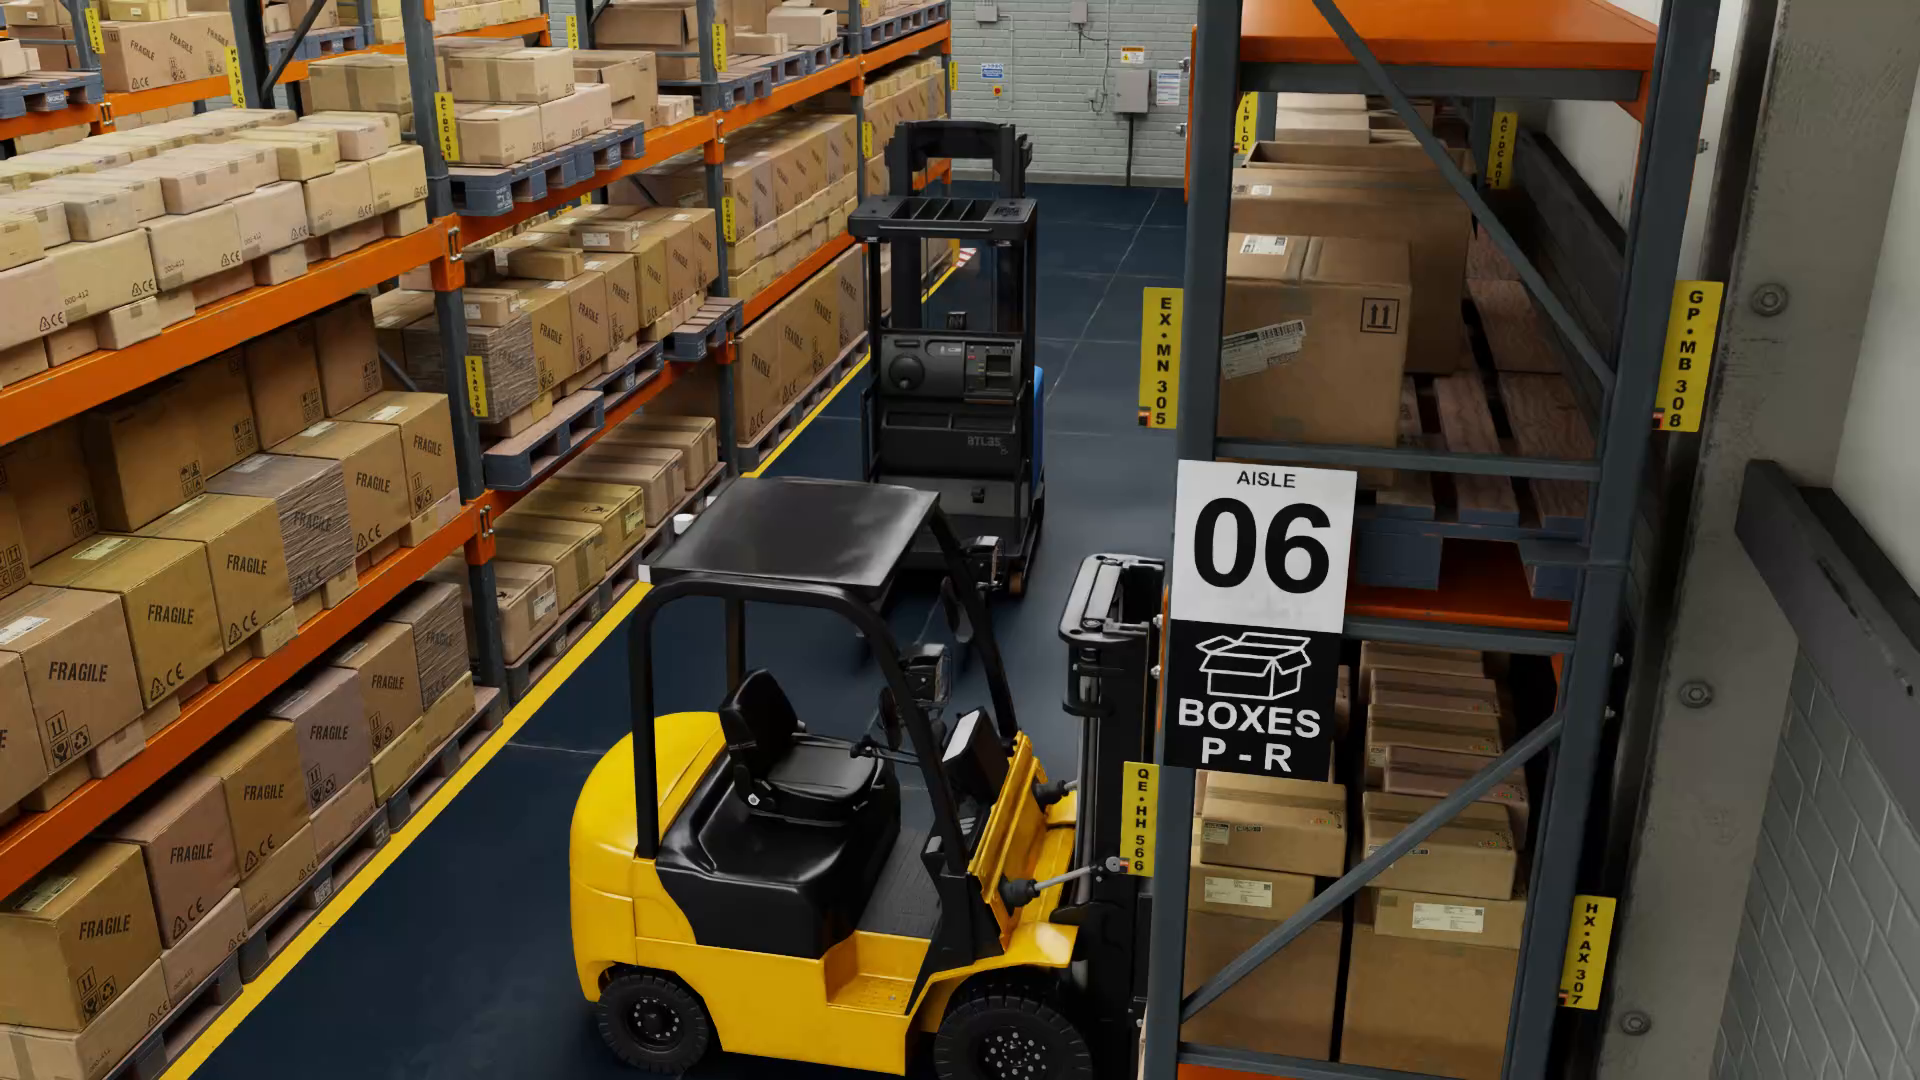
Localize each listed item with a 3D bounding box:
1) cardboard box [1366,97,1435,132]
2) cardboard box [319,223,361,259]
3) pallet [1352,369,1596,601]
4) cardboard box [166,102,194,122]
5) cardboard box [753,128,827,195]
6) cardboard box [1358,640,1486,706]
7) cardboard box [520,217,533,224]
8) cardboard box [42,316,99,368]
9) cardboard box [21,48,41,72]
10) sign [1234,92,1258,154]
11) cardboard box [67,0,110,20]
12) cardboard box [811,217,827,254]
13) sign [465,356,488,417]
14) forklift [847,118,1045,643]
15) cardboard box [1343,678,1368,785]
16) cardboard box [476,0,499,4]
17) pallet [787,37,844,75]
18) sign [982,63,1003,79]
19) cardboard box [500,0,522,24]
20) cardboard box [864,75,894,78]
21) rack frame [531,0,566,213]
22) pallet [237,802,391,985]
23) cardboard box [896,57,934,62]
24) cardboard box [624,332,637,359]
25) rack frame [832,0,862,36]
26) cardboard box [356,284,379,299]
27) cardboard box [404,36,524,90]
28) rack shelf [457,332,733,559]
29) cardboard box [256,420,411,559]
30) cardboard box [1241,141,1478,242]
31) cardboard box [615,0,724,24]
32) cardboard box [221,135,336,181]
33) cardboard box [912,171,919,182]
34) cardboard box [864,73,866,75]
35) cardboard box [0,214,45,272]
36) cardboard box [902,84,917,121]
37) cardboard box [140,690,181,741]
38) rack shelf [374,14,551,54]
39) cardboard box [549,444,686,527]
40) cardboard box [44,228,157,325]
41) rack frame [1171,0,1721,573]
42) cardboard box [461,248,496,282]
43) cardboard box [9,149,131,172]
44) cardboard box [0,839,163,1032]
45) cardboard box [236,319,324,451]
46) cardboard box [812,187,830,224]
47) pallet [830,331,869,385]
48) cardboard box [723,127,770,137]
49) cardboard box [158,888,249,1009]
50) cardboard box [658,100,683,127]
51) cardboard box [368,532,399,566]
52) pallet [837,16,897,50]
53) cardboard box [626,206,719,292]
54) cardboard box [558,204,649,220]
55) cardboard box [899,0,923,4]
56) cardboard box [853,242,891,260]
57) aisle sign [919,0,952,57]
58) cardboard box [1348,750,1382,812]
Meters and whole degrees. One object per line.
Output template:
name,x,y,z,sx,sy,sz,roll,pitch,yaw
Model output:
cardboard box,2.496,-2.429,9.472,0.380,0.166,0.250,4,22,11
cardboard box,-2.988,-1.392,7.616,0.380,0.149,0.250,5,22,11
pallet,1.157,-0.204,4.449,1.003,0.211,1.213,4,22,11
cardboard box,-10.148,-5.452,21.179,0.500,0.250,0.500,4,22,10
cardboard box,-1.490,-3.317,14.602,0.500,0.500,0.500,5,23,13
cardboard box,1.486,0.433,5.364,0.380,0.149,0.250,5,23,13
cardboard box,-5.370,-3.910,20.004,0.380,0.149,0.250,4,22,10
cardboard box,-3.356,-0.733,5.978,0.380,0.149,0.250,4,22,9
cardboard box,-7.013,-3.529,12.202,0.380,0.166,0.250,4,22,11
sign,1.271,-1.875,7.366,0.100,0.325,0.005,4,22,11
cardboard box,-7.188,-4.390,13.564,0.396,0.266,0.258,4,22,11
cardboard box,-1.495,-2.741,14.844,0.500,0.250,0.500,4,22,9
sign,-2.523,-0.800,8.666,0.100,0.325,0.005,4,22,11
forklift,-0.085,-1.128,10.731,1.130,2.935,3.031,3,22,7
cardboard box,1.544,0.820,5.669,0.500,0.500,0.500,4,22,10
cardboard box,-5.529,-6.158,18.644,0.500,0.250,0.500,5,22,12
pallet,-1.563,-4.326,14.822,0.805,0.209,1.217,4,22,9
sign,0.485,-7.041,24.960,0.327,0.218,0.001,4,22,11
cardboard box,-5.405,-6.114,19.206,0.500,0.250,0.500,4,22,11
cardboard box,-0.894,-4.741,17.269,0.380,0.149,0.250,4,22,11
rack frame,-5.474,-5.166,20.666,1.000,3.000,0.127,4,22,11
pallet,-3.405,1.552,7.717,1.003,0.211,1.213,4,22,11
cardboard box,-0.513,-5.396,18.895,0.380,0.149,0.250,5,22,12
cardboard box,-2.315,-1.268,10.760,0.380,0.149,0.250,4,22,9
rack frame,-1.424,-6.146,15.068,1.000,3.000,0.127,4,22,11
cardboard box,-6.195,-2.449,16.702,0.500,0.500,0.500,4,22,10
cardboard box,-2.876,-2.782,9.701,0.500,0.250,0.500,5,22,12
rack shelf,-2.648,-0.835,10.874,1.077,0.370,4.000,4,22,11
cardboard box,-3.002,-0.251,7.930,0.500,0.500,0.500,5,23,13
cardboard box,1.303,-1.036,5.562,0.797,0.503,0.637,5,23,13
cardboard box,-2.224,-3.909,12.834,0.700,0.500,0.500,3,22,8
cardboard box,-2.950,-1.655,7.202,0.380,0.149,0.250,5,22,12
cardboard box,-0.752,-4.114,17.921,0.500,0.500,0.500,5,22,13
cardboard box,-1.230,-5.055,18.049,0.380,0.149,0.250,5,22,11
cardboard box,-3.329,-1.000,5.574,0.380,0.149,0.250,4,22,11
cardboard box,-0.759,-4.584,17.747,0.500,0.500,0.500,4,22,11
cardboard box,-3.313,0.663,6.528,0.380,0.149,0.250,5,22,12
rack shelf,-5.882,-5.492,18.424,1.077,0.370,4.000,4,22,11
cardboard box,-2.508,-0.400,11.786,0.950,0.372,0.625,4,22,10
cardboard box,-3.315,-0.972,6.039,0.500,0.250,0.500,5,22,12
rack frame,0.988,-1.380,3.235,1.000,3.000,0.127,4,22,11
cardboard box,-3.022,-1.658,9.994,0.380,0.149,0.250,4,22,9
cardboard box,-3.652,-1.511,6.844,0.380,0.149,0.250,4,22,10
cardboard box,-3.433,1.476,6.288,0.500,0.500,0.500,4,22,9
cardboard box,-3.484,-0.756,7.844,0.700,0.500,0.500,5,22,11
cardboard box,-1.470,-2.972,14.750,0.500,0.250,0.500,5,22,12
pallet,-1.507,-1.781,15.994,1.003,0.211,1.213,4,22,11
cardboard box,-1.976,-3.363,14.716,0.500,0.500,0.500,4,22,10
cardboard box,-3.326,1.646,6.869,0.500,0.250,0.500,5,23,13
cardboard box,-2.141,-2.952,11.489,0.380,0.149,0.250,4,22,11
cardboard box,-2.997,0.001,8.171,0.380,0.149,0.250,5,22,11
pallet,-1.247,-5.012,16.386,1.003,0.211,1.213,4,22,11
cardboard box,-2.061,-2.092,11.938,0.500,0.500,0.500,4,22,9
cardboard box,-2.558,-2.132,12.039,0.500,0.500,0.500,4,22,9
cardboard box,-0.619,-6.011,18.389,0.380,0.149,0.250,3,22,7
cardboard box,-1.009,-2.918,17.951,0.875,0.438,0.875,4,22,9
aisle sign,-0.289,-6.034,19.342,0.394,0.787,0.004,4,22,11
cardboard box,1.357,0.764,4.940,0.380,0.149,0.250,4,22,10
